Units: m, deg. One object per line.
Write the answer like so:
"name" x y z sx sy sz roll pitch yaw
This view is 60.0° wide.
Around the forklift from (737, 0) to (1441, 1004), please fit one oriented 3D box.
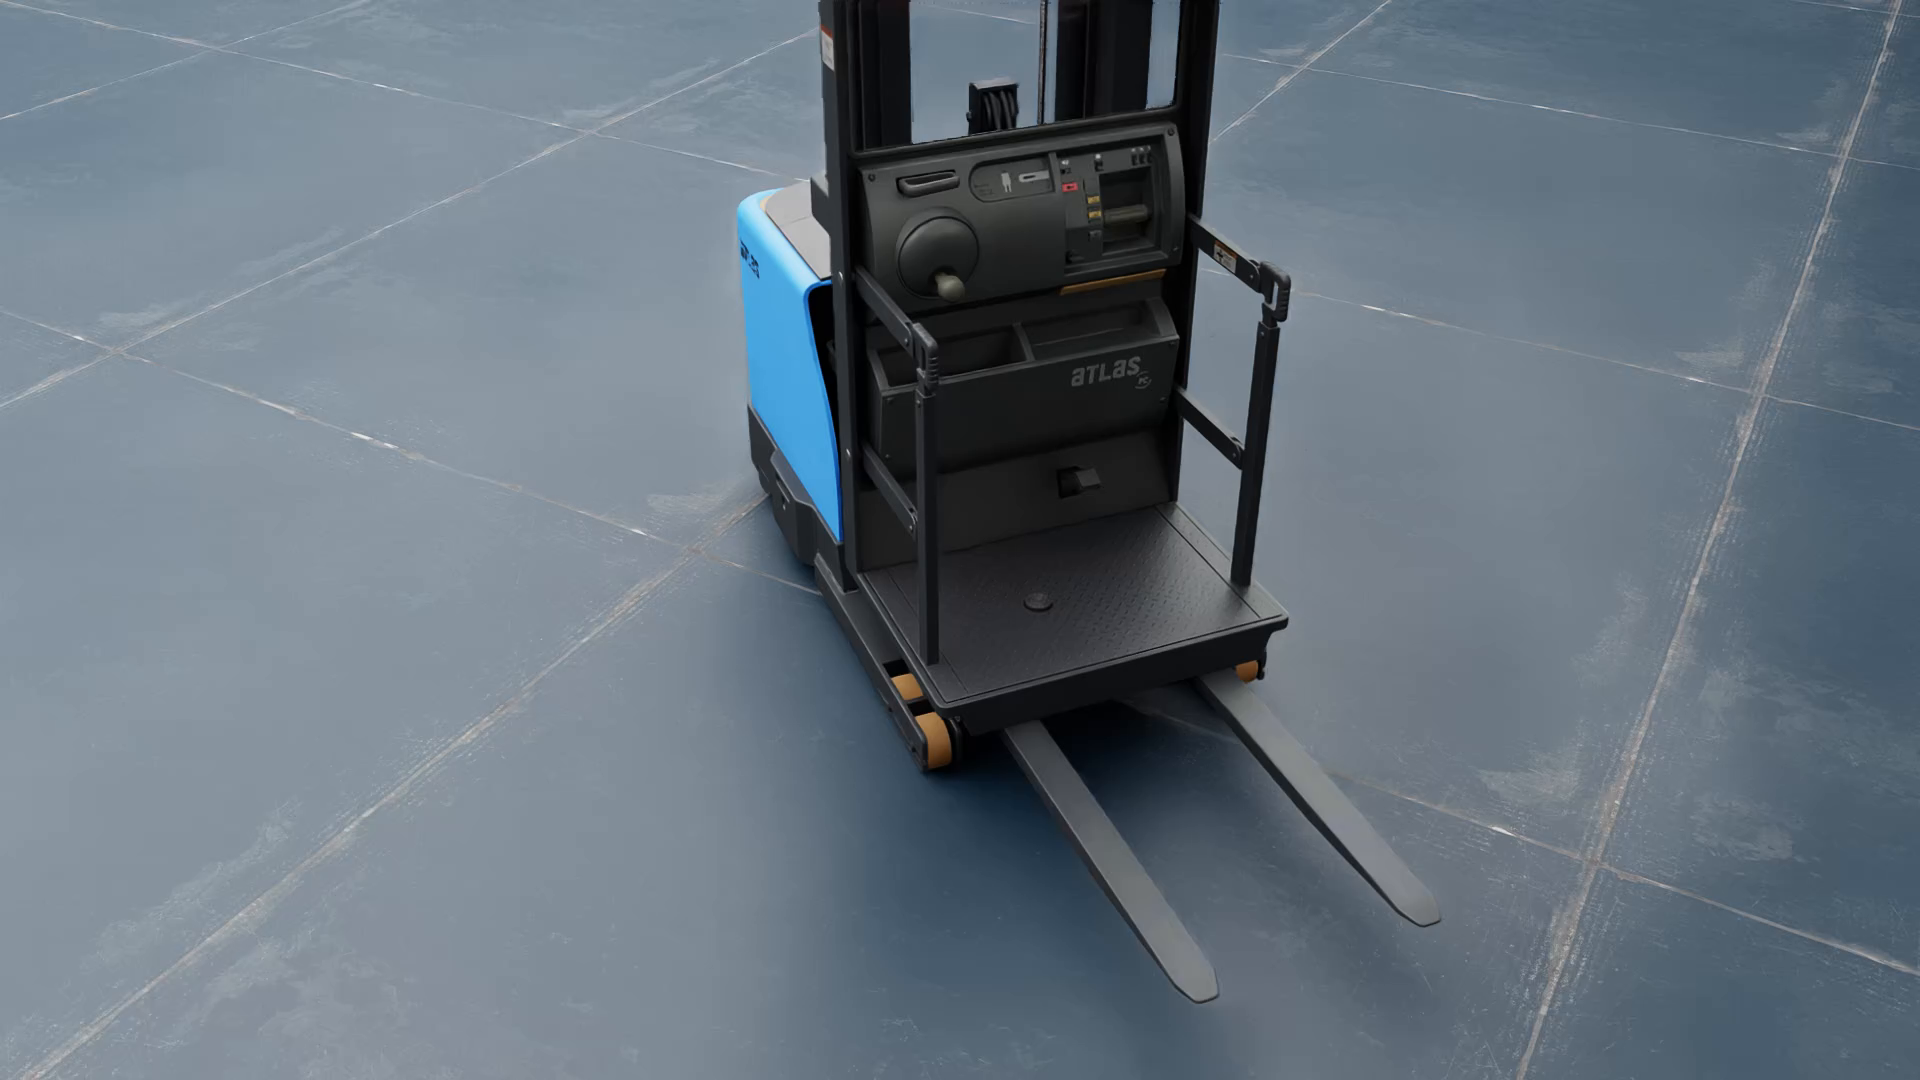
"forklift" 0.270 -0.830 4.352 1.130 2.935 3.031 -13 36 -19
